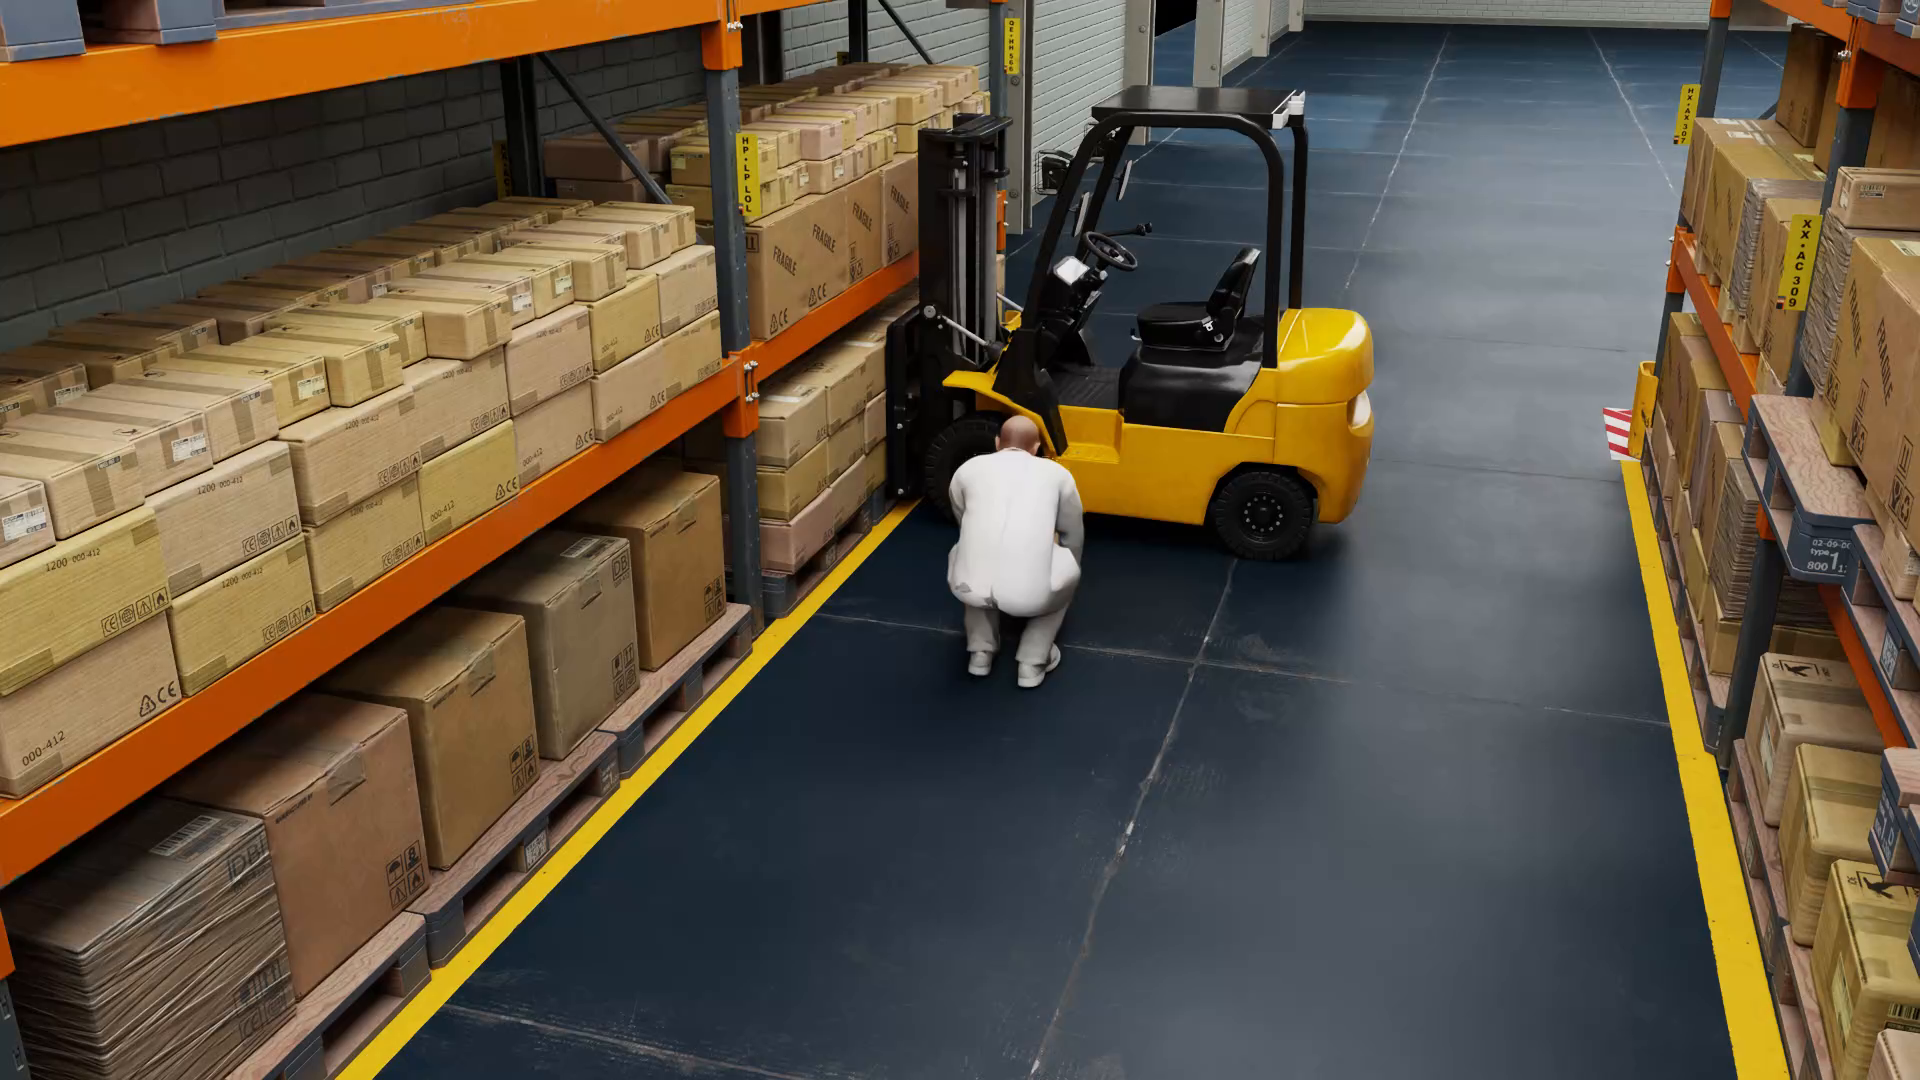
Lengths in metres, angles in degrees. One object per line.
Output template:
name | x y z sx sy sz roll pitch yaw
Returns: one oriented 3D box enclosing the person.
person | 0.227 0.042 7.079 0.613 0.986 0.910 6 23 16
